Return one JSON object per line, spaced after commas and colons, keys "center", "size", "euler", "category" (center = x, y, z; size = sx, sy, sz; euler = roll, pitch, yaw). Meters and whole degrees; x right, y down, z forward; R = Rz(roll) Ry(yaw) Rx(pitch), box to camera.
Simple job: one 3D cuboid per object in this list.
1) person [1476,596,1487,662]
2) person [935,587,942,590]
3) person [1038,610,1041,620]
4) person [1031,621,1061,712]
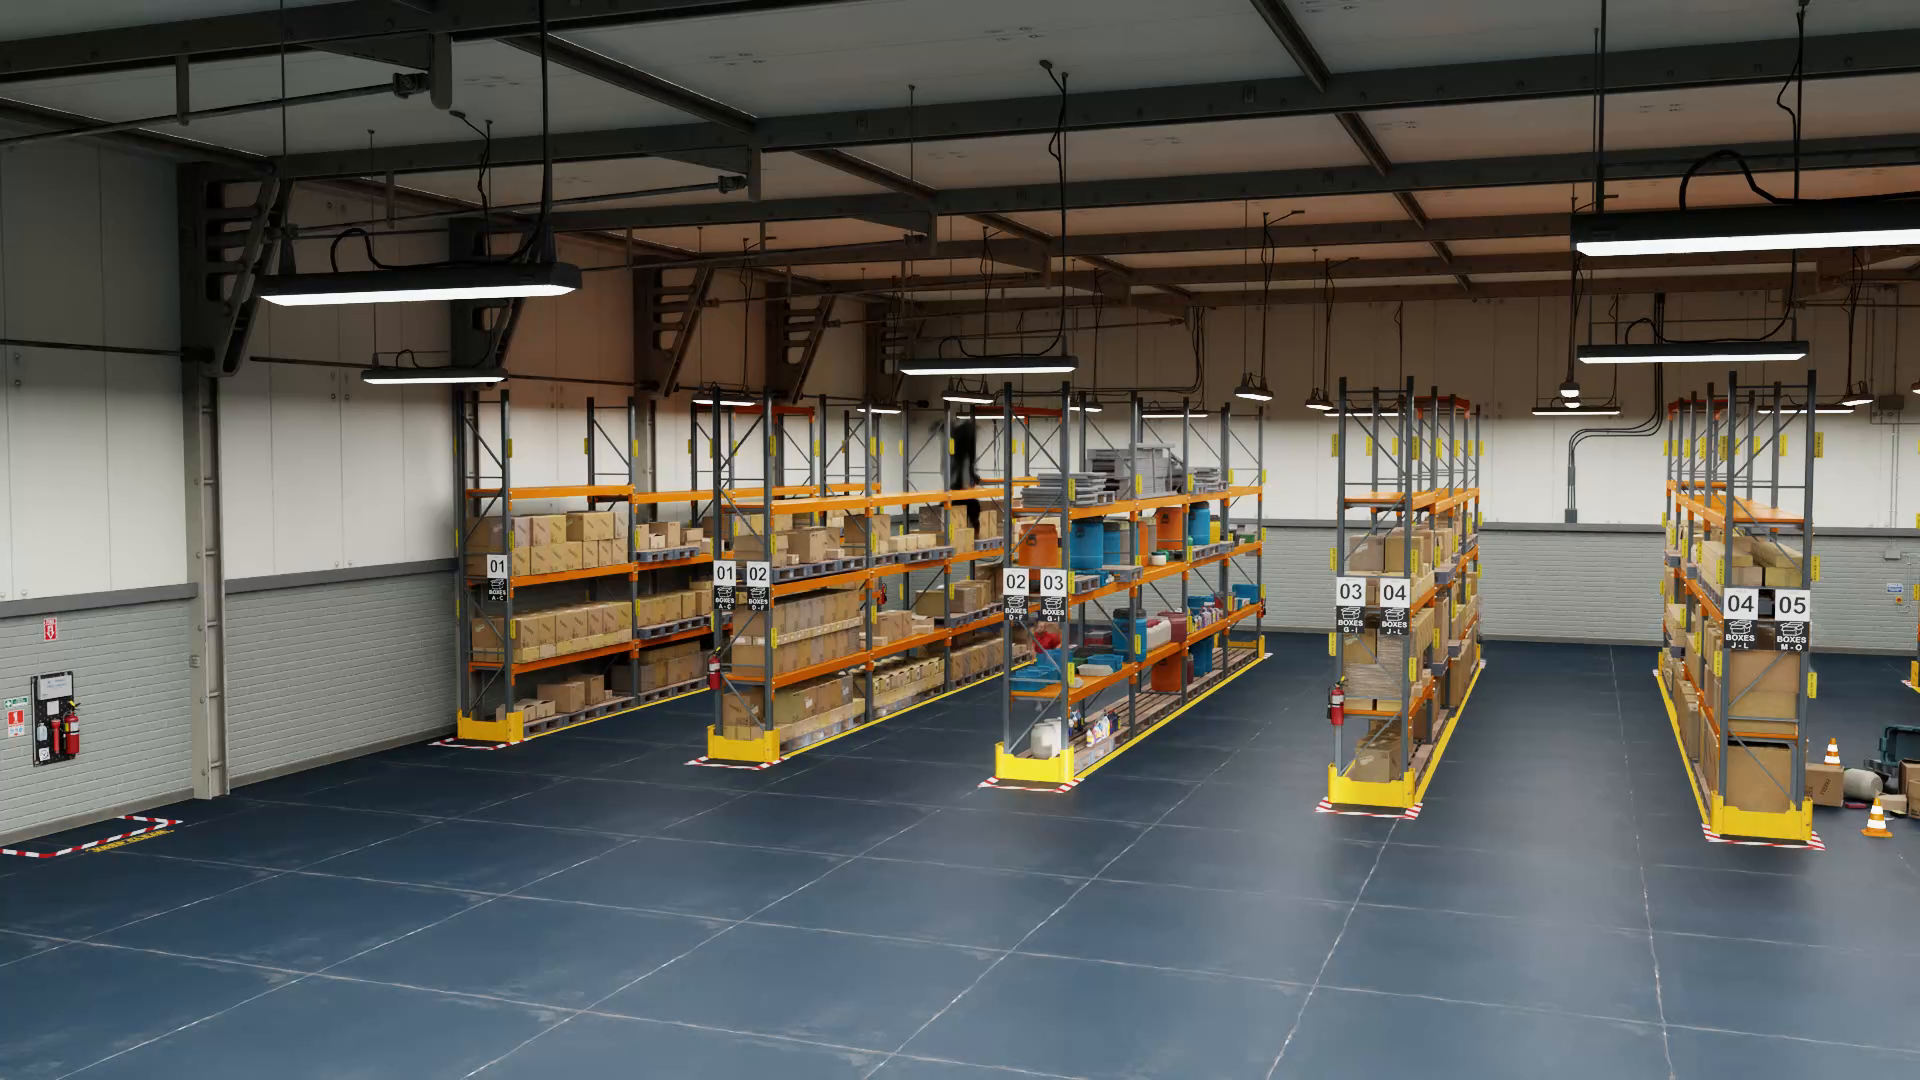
{"center": [12.016, 2.088, 39.140], "size": [0.726, 1.573, 0.629], "euler": [2, 4, 31], "category": "person"}
{"center": [-0.450, 1.972, 39.312], "size": [0.646, 1.760, 0.877], "euler": [1, 3, 18], "category": "person"}
{"center": [2.163, 1.833, 42.755], "size": [0.793, 1.652, 0.641], "euler": [1, 3, 21], "category": "person"}
{"center": [1.668, 2.412, 32.095], "size": [0.663, 1.733, 1.036], "euler": [1, 3, 22], "category": "person"}
